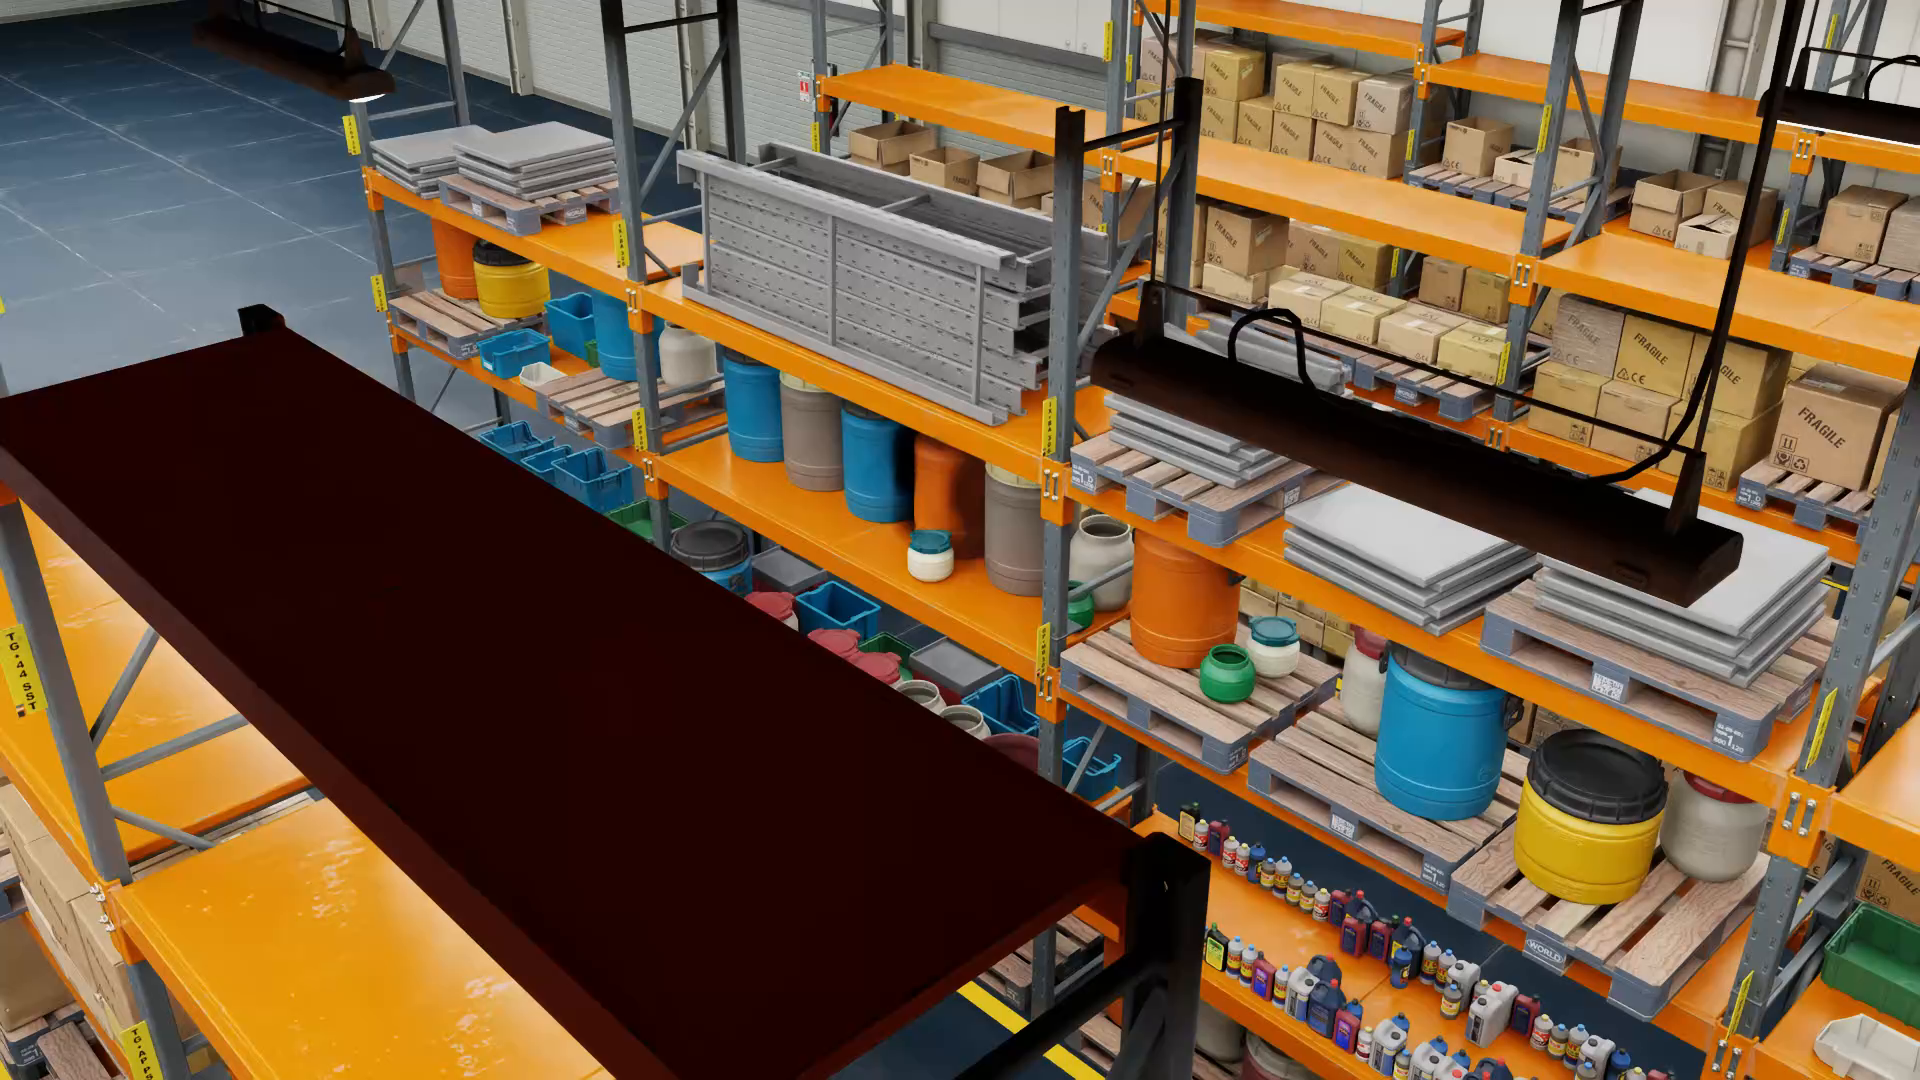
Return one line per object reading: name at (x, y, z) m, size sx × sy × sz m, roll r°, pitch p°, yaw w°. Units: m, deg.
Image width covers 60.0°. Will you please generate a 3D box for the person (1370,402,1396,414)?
person at (4.059, -0.584, 16.212) m, size 0.572 × 1.650 × 0.849 m, roll 3°, pitch 28°, yaw 6°
